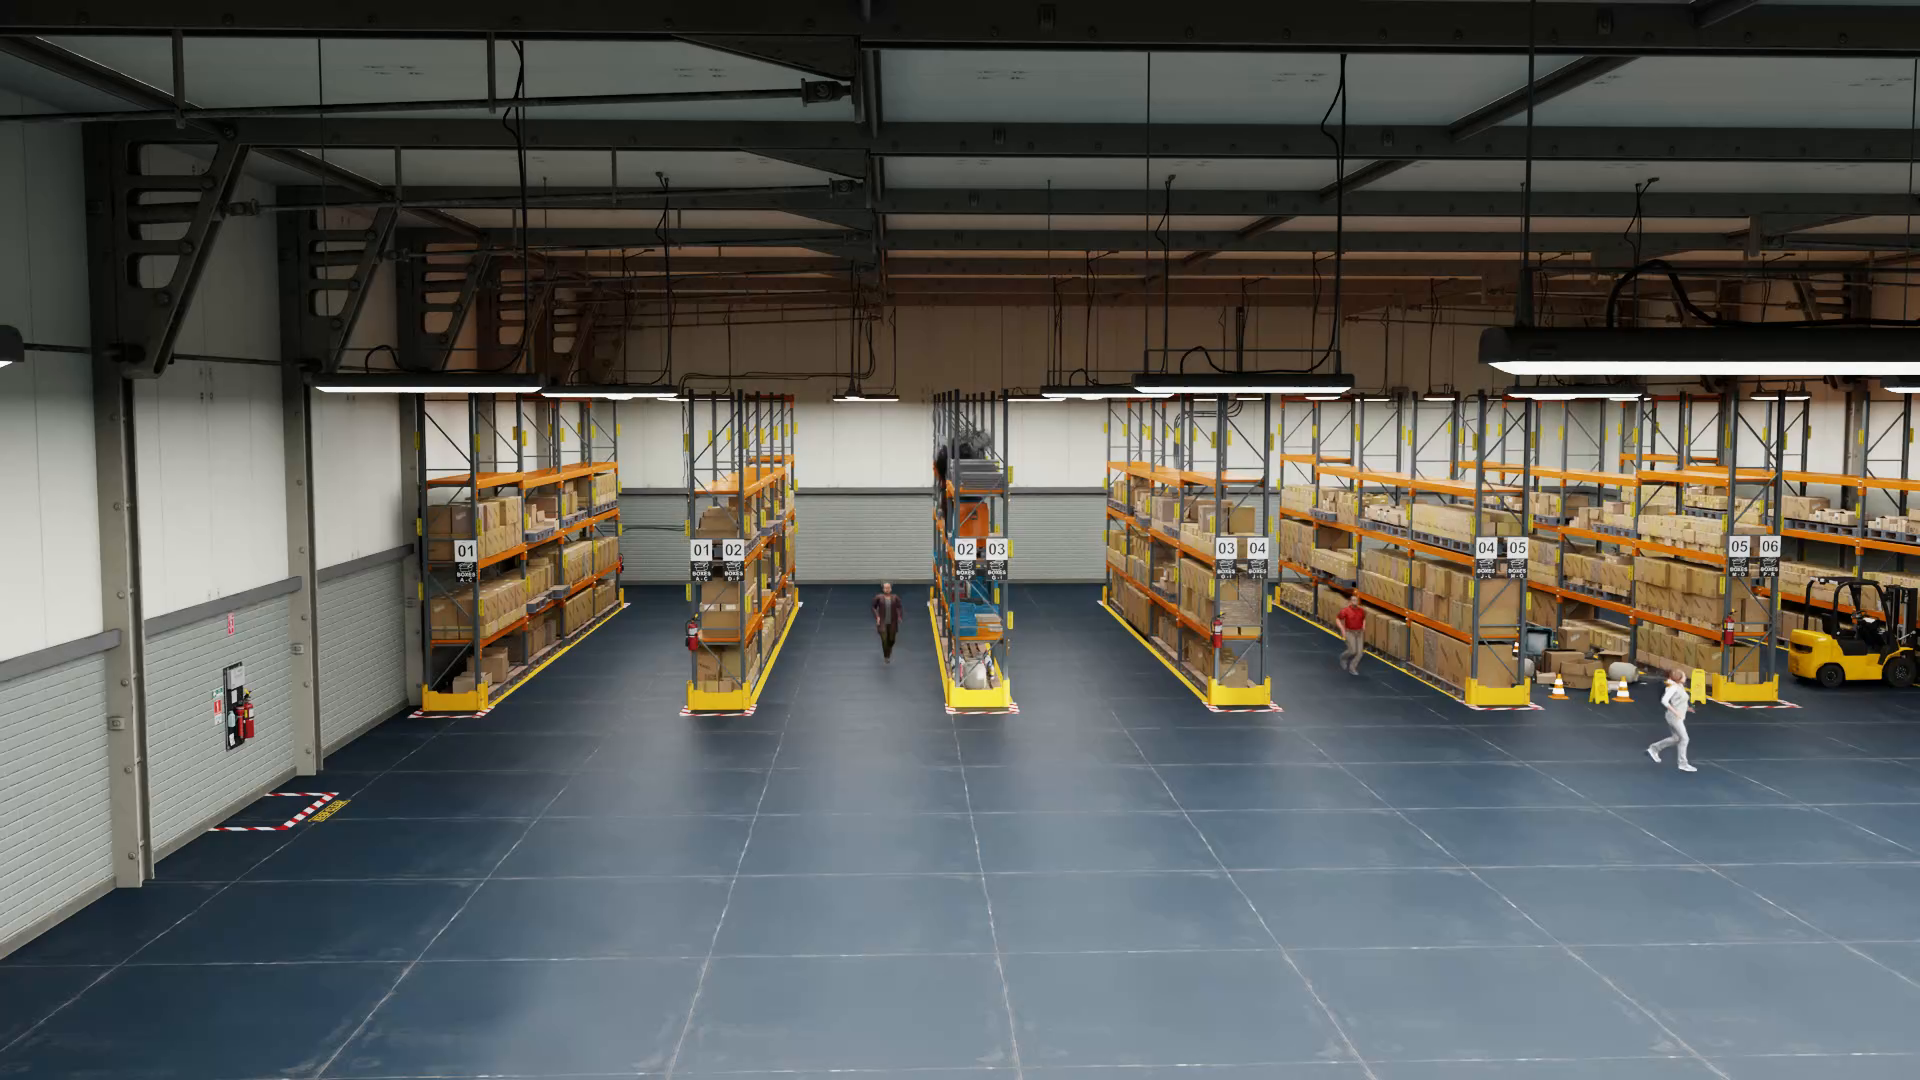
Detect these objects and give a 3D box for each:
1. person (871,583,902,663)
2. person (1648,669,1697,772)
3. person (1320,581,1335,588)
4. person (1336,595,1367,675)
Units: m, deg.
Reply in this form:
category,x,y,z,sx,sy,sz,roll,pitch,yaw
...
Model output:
category,x,y,z,sx,sy,sz,roll,pitch,yaw
person,-1.603,1.785,36.218,0.694,1.731,0.693,-1,5,-10
person,11.169,2.805,26.049,0.750,1.586,0.558,3,6,34
person,10.668,0.916,48.566,0.633,1.699,0.526,-4,6,-40
person,8.343,2.019,35.249,0.665,1.673,0.597,-1,5,-16
